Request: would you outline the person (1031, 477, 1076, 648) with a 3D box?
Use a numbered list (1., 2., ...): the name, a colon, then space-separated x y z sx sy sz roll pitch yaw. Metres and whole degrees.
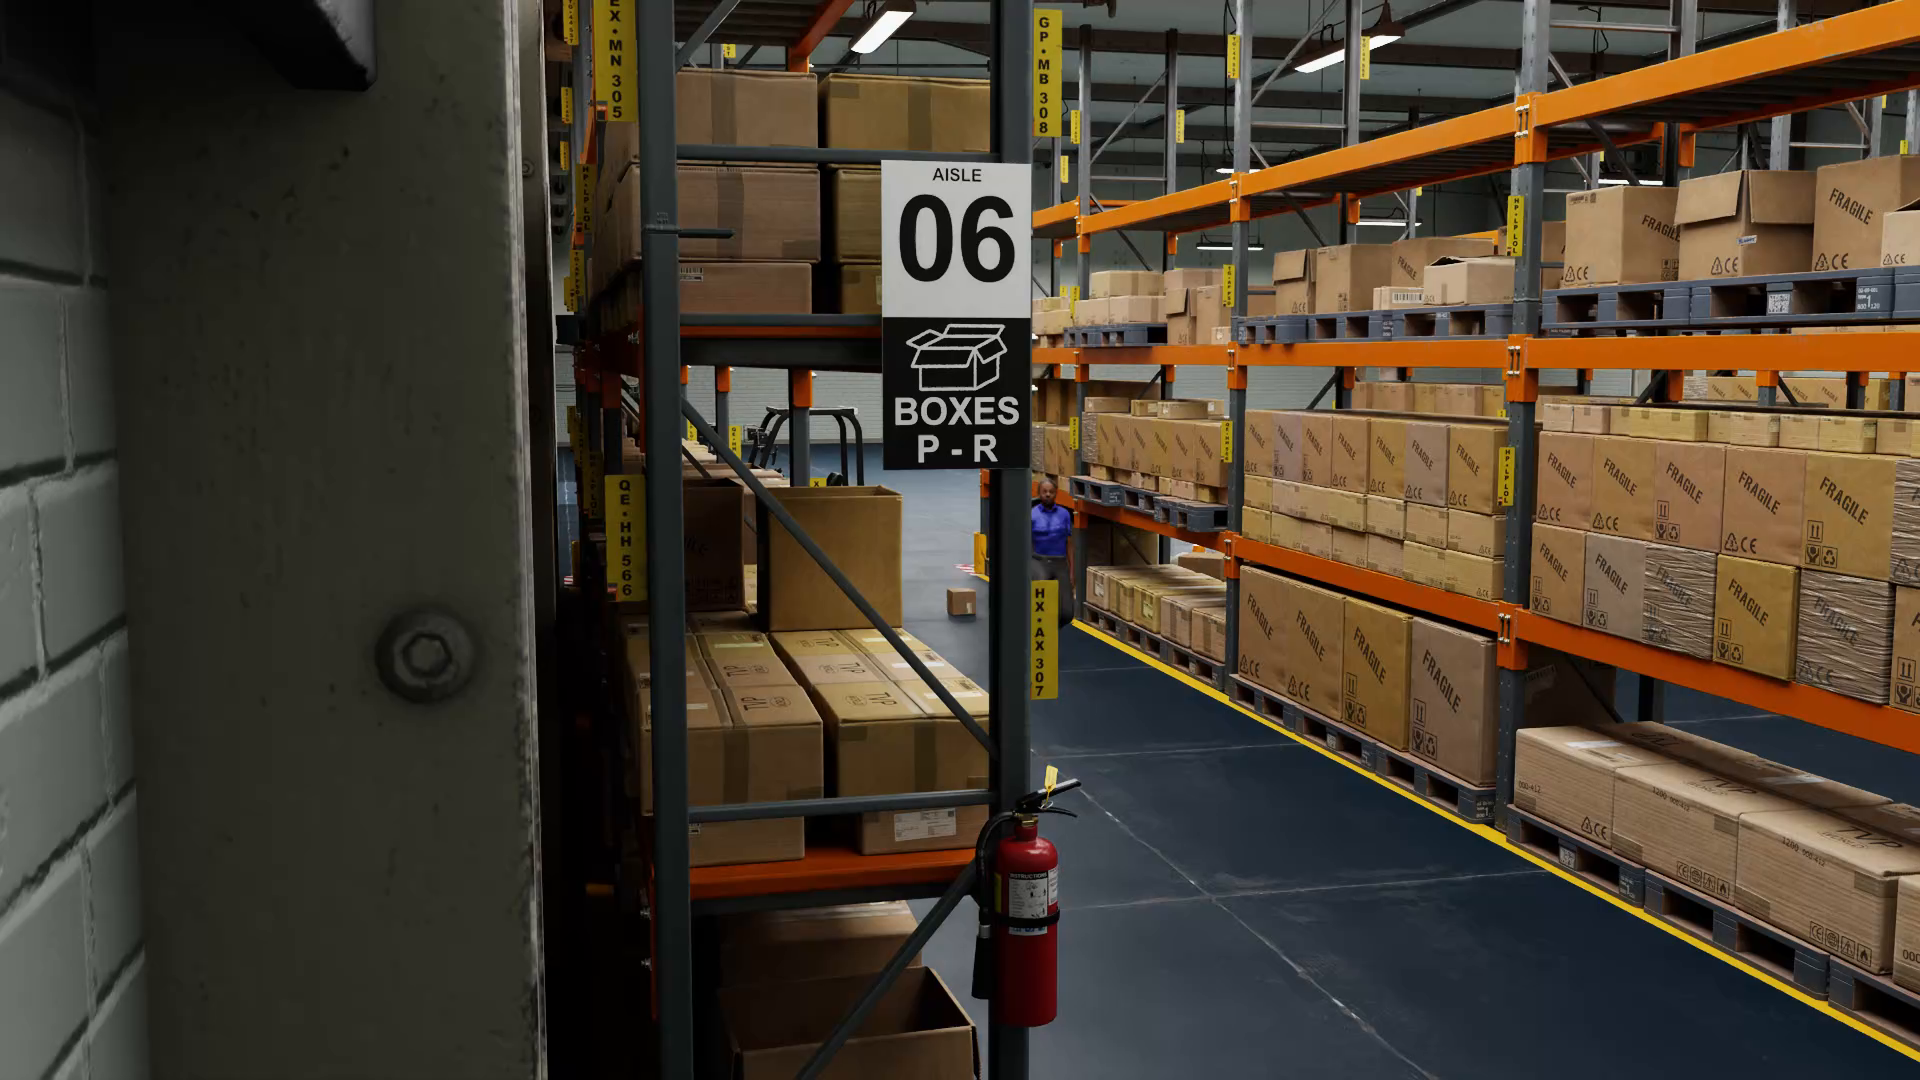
1. person: 0.766 0.271 14.524 0.453 1.640 0.628 -2 6 -14
